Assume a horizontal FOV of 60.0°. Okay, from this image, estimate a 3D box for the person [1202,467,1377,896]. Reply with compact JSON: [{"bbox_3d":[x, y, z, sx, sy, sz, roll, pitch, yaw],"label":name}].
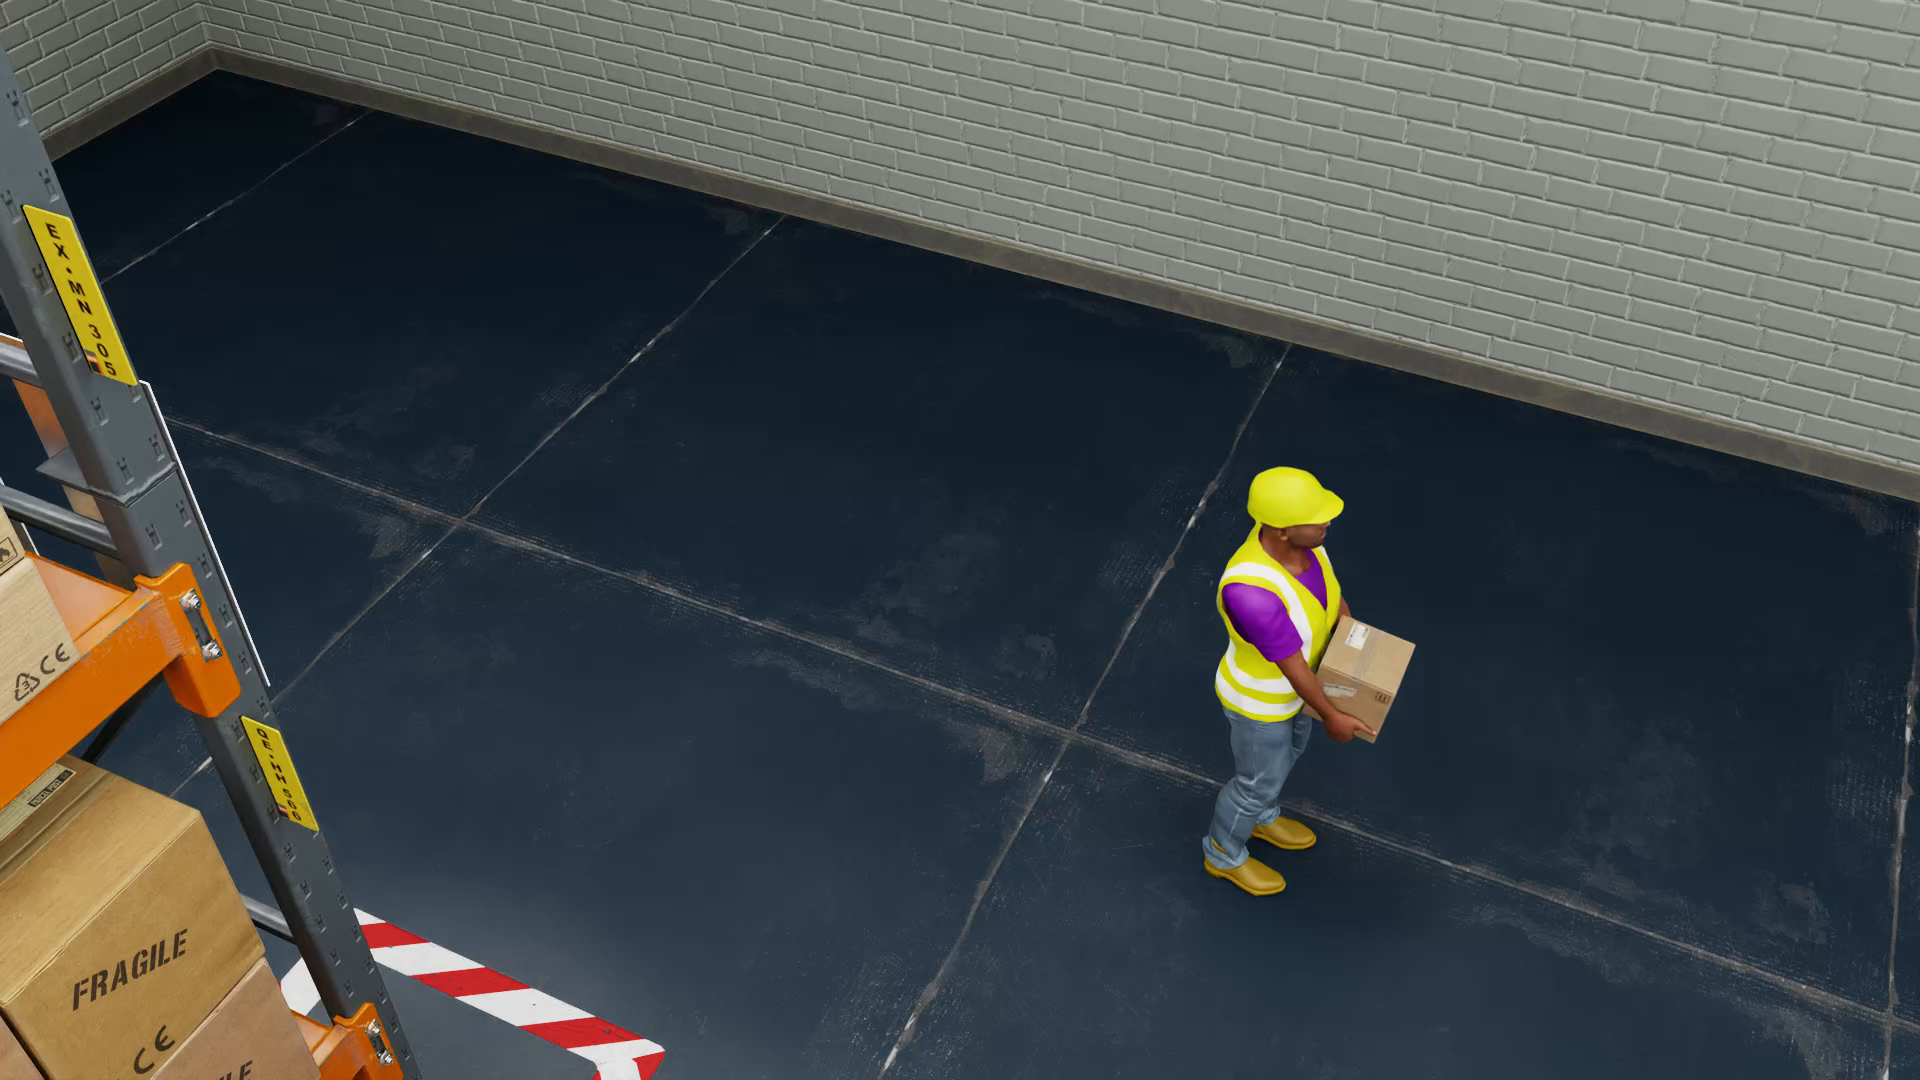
[{"bbox_3d":[1.143,0.501,5.583,0.583,1.760,0.504,18,45,19],"label":"person"}]
